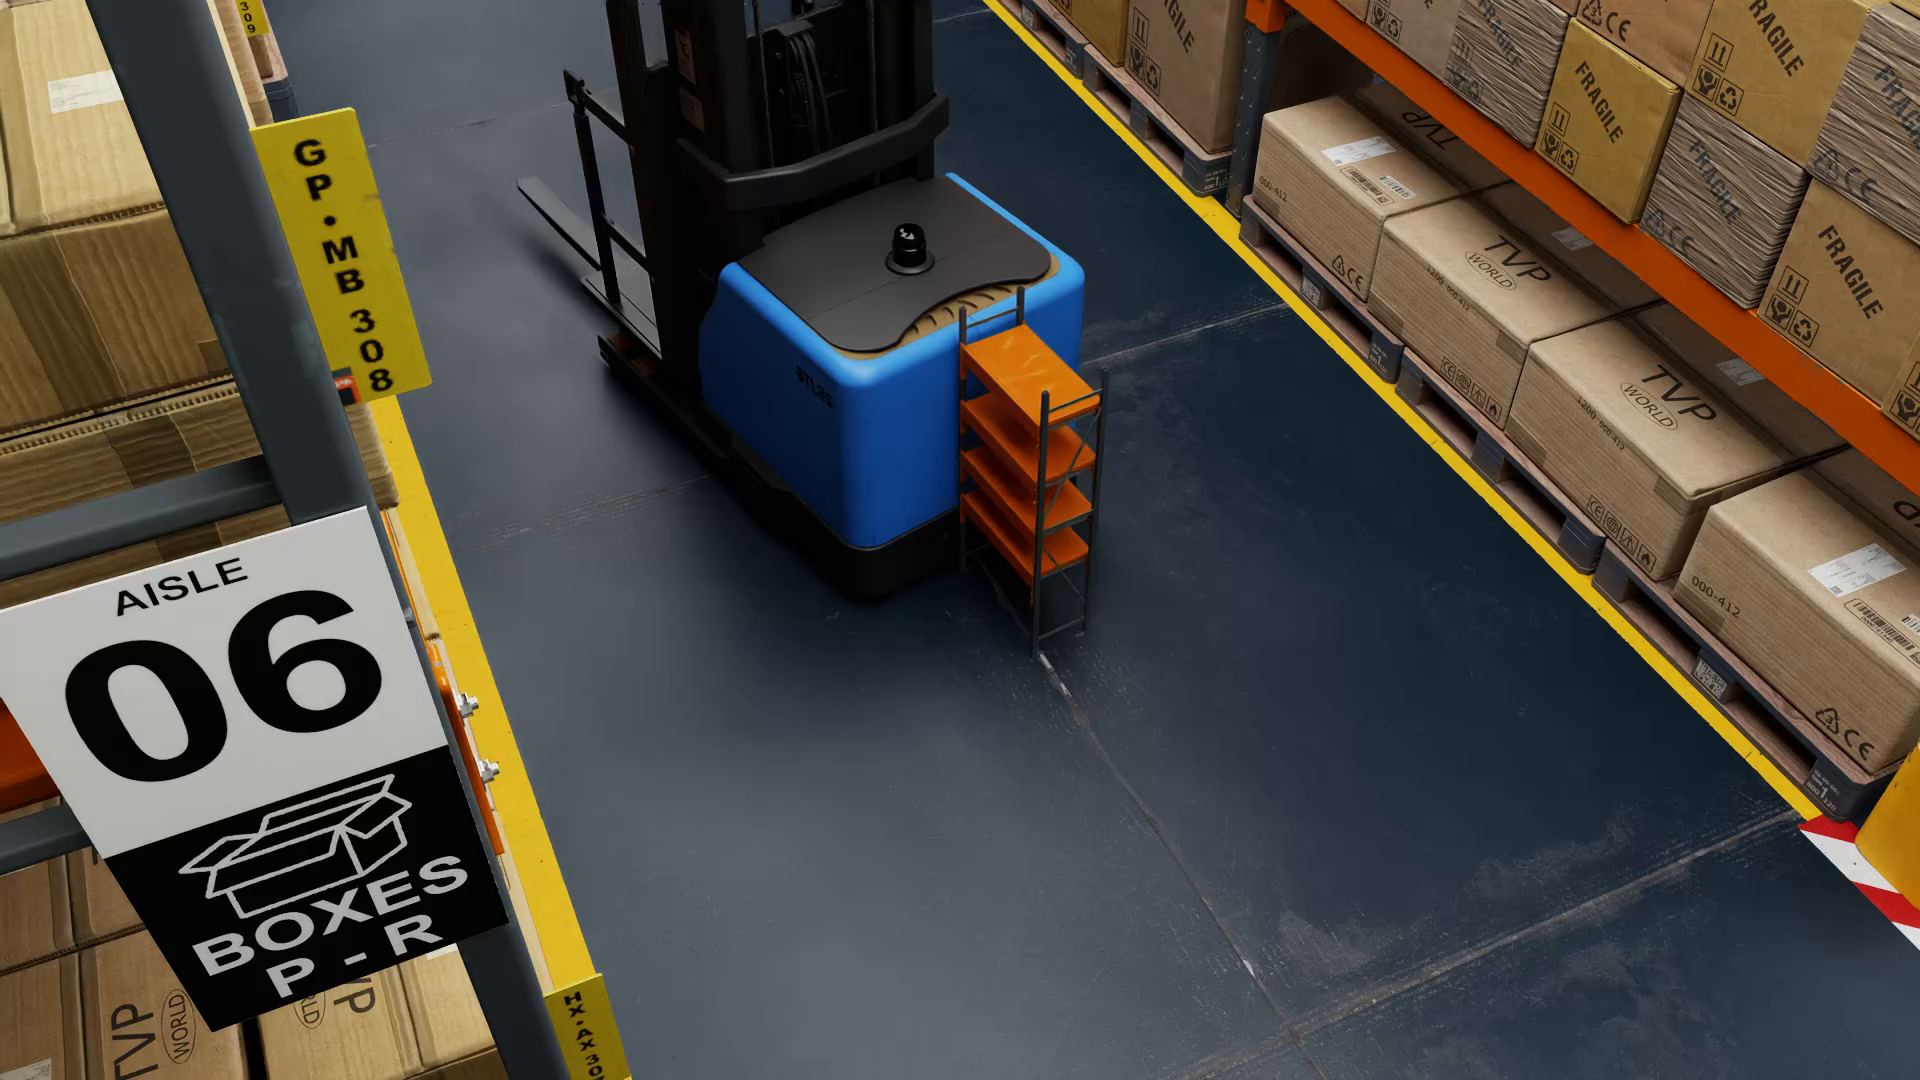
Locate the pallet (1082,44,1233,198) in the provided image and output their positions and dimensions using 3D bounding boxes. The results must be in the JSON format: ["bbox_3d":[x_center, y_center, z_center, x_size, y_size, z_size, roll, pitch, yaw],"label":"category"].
[{"bbox_3d":[1.333,-2.221,8.351,1.003,0.211,1.213,-18,47,-17],"label":"pallet"}]

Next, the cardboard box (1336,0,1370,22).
[{"bbox_3d":[1.685,-2.404,6.479,0.500,0.500,0.500,-17,47,-16],"label":"cardboard box"}]

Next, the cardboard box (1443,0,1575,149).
[{"bbox_3d":[2.097,-1.763,5.830,0.500,0.500,0.500,-18,47,-17],"label":"cardboard box"}]

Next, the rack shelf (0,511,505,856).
[{"bbox_3d":[-1.935,-0.814,3.315,1.077,0.370,4.000,-18,47,-17],"label":"rack shelf"}]

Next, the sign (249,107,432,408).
[{"bbox_3d":[-0.602,-0.267,1.627,0.100,0.325,0.005,-18,47,-17],"label":"sign"}]

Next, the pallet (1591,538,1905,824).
[{"bbox_3d":[3.000,0.311,5.785,1.003,0.211,1.213,-18,47,-17],"label":"pallet"}]

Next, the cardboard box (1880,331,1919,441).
[{"bbox_3d":[2.965,-0.460,4.510,0.500,0.500,0.500,-18,47,-17],"label":"cardboard box"}]

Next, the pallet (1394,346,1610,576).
[{"bbox_3d":[2.491,-0.466,6.572,1.003,0.211,1.213,-18,47,-17],"label":"pallet"}]

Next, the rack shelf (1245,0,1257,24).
[{"bbox_3d":[0.885,-3.763,8.440,1.077,0.370,4.000,-18,47,-17],"label":"rack shelf"}]

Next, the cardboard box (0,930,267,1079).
[{"bbox_3d":[-1.529,1.005,2.990,0.500,0.250,0.500,-17,47,-16],"label":"cardboard box"}]

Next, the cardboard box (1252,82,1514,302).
[{"bbox_3d":[1.892,-1.550,7.211,0.875,0.438,0.875,-19,48,-18],"label":"cardboard box"}]

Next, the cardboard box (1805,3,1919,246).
[{"bbox_3d":[2.742,-1.148,4.495,0.500,0.500,0.500,-18,47,-17],"label":"cardboard box"}]

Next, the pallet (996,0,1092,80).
[{"bbox_3d":[0.816,-3.000,9.140,1.003,0.211,1.213,-18,47,-17],"label":"pallet"}]

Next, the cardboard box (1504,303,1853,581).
[{"bbox_3d":[2.647,-0.405,6.050,0.875,0.438,0.875,-17,47,-16],"label":"cardboard box"}]

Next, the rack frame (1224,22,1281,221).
[{"bbox_3d":[1.726,-2.745,6.896,1.000,3.000,0.127,-18,47,-17],"label":"rack frame"}]

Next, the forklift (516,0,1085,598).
[{"bbox_3d":[-0.846,-1.824,6.012,1.130,2.935,3.031,-28,51,-26],"label":"forklift"}]

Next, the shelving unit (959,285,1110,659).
[{"bbox_3d":[0.227,-0.204,5.603,0.258,1.200,0.503,-23,49,-21],"label":"shelving unit"}]

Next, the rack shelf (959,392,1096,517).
[{"bbox_3d":[0.227,-0.316,5.493,0.258,0.148,0.480,-23,49,-21],"label":"rack shelf"}]

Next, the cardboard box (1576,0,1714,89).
[{"bbox_3d":[2.328,-1.786,5.141,0.500,0.500,0.500,-18,47,-18],"label":"cardboard box"}]

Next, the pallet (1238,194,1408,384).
[{"bbox_3d":[1.974,-1.244,7.361,1.003,0.211,1.213,-18,47,-17],"label":"pallet"}]

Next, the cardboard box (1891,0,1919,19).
[{"bbox_3d":[2.693,-1.455,4.344,0.380,0.149,0.250,-17,47,-17],"label":"cardboard box"}]

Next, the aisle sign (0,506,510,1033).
[{"bbox_3d":[-0.799,0.304,1.955,0.394,0.787,0.004,-18,47,-17],"label":"aisle sign"}]

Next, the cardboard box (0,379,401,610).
[{"bbox_3d":[-1.033,-0.211,2.088,0.500,0.250,0.500,-19,48,-18],"label":"cardboard box"}]

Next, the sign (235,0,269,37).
[{"bbox_3d":[-2.287,-1.750,5.271,0.100,0.325,0.005,-18,47,-17],"label":"sign"}]

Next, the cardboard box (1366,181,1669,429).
[{"bbox_3d":[2.269,-0.980,6.633,0.875,0.438,0.875,-19,48,-19],"label":"cardboard box"}]

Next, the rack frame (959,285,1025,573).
[{"bbox_3d":[0.103,-0.352,5.752,0.240,1.200,0.015,-23,49,-21],"label":"rack frame"}]

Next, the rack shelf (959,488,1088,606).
[{"bbox_3d":[0.227,-0.015,5.790,0.258,0.148,0.480,-23,49,-21],"label":"rack shelf"}]

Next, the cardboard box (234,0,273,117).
[{"bbox_3d":[-1.469,-0.859,2.744,0.500,0.250,0.500,-19,48,-19],"label":"cardboard box"}]

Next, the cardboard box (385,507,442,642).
[{"bbox_3d":[-1.469,0.208,3.798,0.500,0.250,0.500,-19,48,-18],"label":"cardboard box"}]

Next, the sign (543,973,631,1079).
[{"bbox_3d":[-0.602,0.804,2.683,0.100,0.325,0.005,-18,47,-17],"label":"sign"}]

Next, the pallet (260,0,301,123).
[{"bbox_3d":[-3.013,-1.750,6.024,1.003,0.211,1.213,-18,47,-17],"label":"pallet"}]

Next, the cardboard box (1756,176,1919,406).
[{"bbox_3d":[2.767,-0.785,4.838,0.500,0.500,0.500,-19,48,-18],"label":"cardboard box"}]

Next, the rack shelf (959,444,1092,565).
[{"bbox_3d":[0.227,-0.156,5.650,0.258,0.148,0.480,-23,49,-21],"label":"rack shelf"}]

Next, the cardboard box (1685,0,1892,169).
[{"bbox_3d":[2.537,-1.465,4.816,0.500,0.500,0.500,-18,47,-18],"label":"cardboard box"}]

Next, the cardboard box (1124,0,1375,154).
[{"bbox_3d":[1.392,-2.509,7.871,0.875,0.875,0.875,-17,47,-16],"label":"cardboard box"}]

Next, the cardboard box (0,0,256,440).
[{"bbox_3d":[-1.053,-0.382,1.905,0.500,0.250,0.500,-19,48,-18],"label":"cardboard box"}]

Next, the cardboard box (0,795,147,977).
[{"bbox_3d":[-1.744,0.676,3.324,0.500,0.250,0.500,-18,47,-17],"label":"cardboard box"}]

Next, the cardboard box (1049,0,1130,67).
[{"bbox_3d":[1.006,-3.083,8.452,0.875,0.875,0.875,-17,47,-16],"label":"cardboard box"}]

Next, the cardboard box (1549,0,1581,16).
[{"bbox_3d":[2.118,-2.108,5.467,0.500,0.500,0.500,-17,47,-17],"label":"cardboard box"}]

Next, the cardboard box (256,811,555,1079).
[{"bbox_3d":[-1.041,0.851,3.146,0.500,0.250,0.500,-18,47,-17],"label":"cardboard box"}]

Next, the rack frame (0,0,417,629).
[{"bbox_3d":[-1.094,-0.863,0.717,1.000,3.000,0.127,-18,47,-17],"label":"rack frame"}]

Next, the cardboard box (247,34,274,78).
[{"bbox_3d":[-2.777,-1.836,5.605,0.700,0.500,0.500,-17,47,-16],"label":"cardboard box"}]

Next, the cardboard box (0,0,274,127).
[{"bbox_3d":[-1.250,-0.712,2.239,0.500,0.250,0.500,-18,47,-18],"label":"cardboard box"}]

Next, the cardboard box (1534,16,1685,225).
[{"bbox_3d":[2.313,-1.435,5.497,0.500,0.500,0.500,-17,47,-16],"label":"cardboard box"}]

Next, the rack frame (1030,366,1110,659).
[{"bbox_3d":[0.352,-0.057,5.453,0.240,1.200,0.015,-23,49,-21],"label":"rack frame"}]

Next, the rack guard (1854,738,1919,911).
[{"bbox_3d":[3.418,0.709,5.175,1.175,0.500,0.348,-18,47,-17],"label":"rack guard"}]

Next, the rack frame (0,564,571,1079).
[{"bbox_3d":[-1.094,1.273,2.825,1.000,3.000,0.127,-18,47,-17],"label":"rack frame"}]

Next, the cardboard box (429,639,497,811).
[{"bbox_3d":[-1.253,0.530,3.472,0.500,0.250,0.500,-18,47,-17],"label":"cardboard box"}]

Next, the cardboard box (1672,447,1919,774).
[{"bbox_3d":[3.039,0.176,5.461,0.875,0.438,0.875,-20,48,-19],"label":"cardboard box"}]

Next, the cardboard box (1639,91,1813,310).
[{"bbox_3d":[2.542,-1.110,5.168,0.500,0.500,0.500,-17,47,-16],"label":"cardboard box"}]

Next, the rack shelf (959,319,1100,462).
[{"bbox_3d":[0.227,-0.484,5.327,0.258,0.148,0.480,-23,49,-21],"label":"rack shelf"}]

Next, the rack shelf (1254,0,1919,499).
[{"bbox_3d":[2.567,-1.214,5.857,1.077,0.370,4.000,-18,47,-17],"label":"rack shelf"}]

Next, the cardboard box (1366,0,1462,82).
[{"bbox_3d":[1.893,-2.082,6.153,0.500,0.500,0.500,-18,47,-17],"label":"cardboard box"}]
